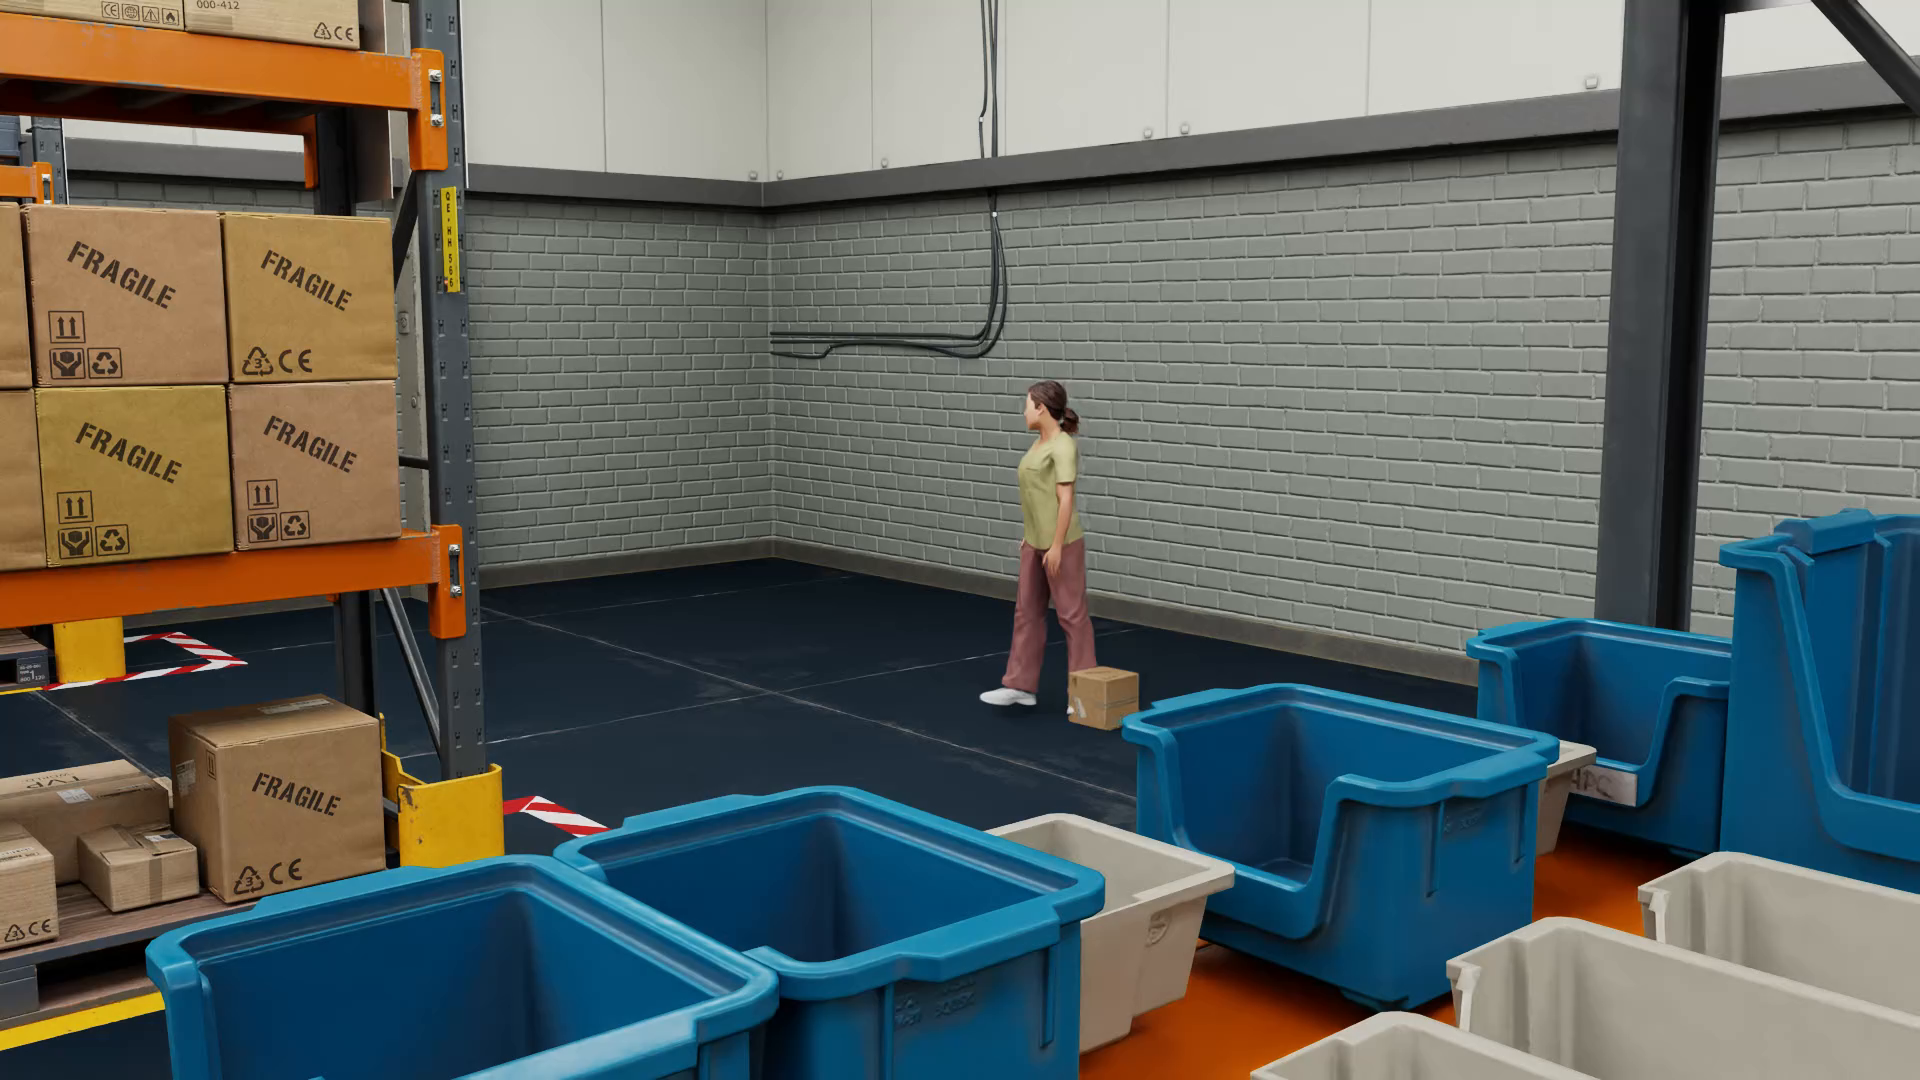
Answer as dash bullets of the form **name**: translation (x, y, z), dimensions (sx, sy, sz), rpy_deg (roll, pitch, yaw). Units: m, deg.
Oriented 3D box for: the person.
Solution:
- **person**: translation (0.418, 0.032, 8.377), dimensions (0.584, 1.666, 0.550), rpy_deg (-3, 8, -22)
